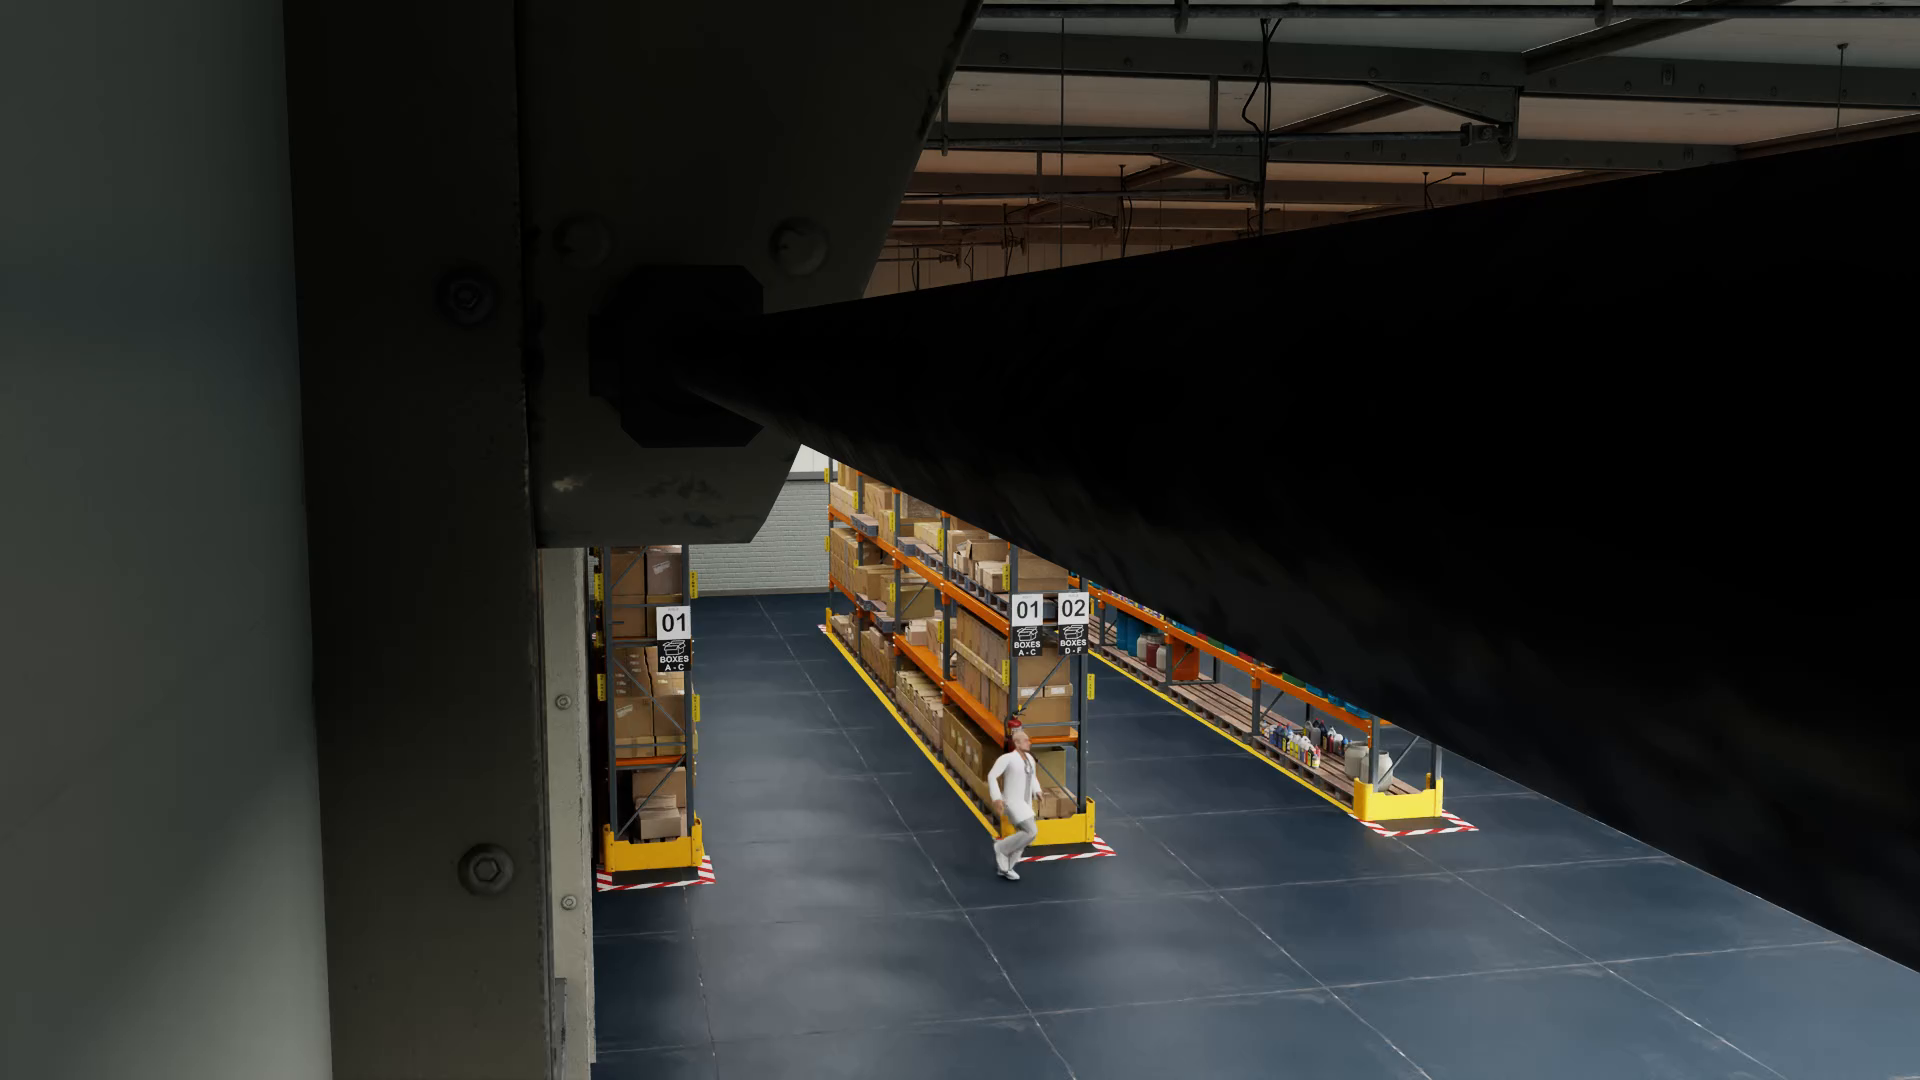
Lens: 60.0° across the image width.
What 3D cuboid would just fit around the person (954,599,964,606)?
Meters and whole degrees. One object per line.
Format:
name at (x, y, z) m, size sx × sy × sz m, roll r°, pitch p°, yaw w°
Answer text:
person at (0.160, 1.427, 34.703) m, size 0.606 × 1.602 × 0.546 m, roll -3°, pitch 7°, yaw -21°

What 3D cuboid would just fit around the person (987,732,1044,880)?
person at (0.733, 3.143, 19.758) m, size 0.583 × 1.698 × 0.710 m, roll 5°, pitch 8°, yaw 36°
